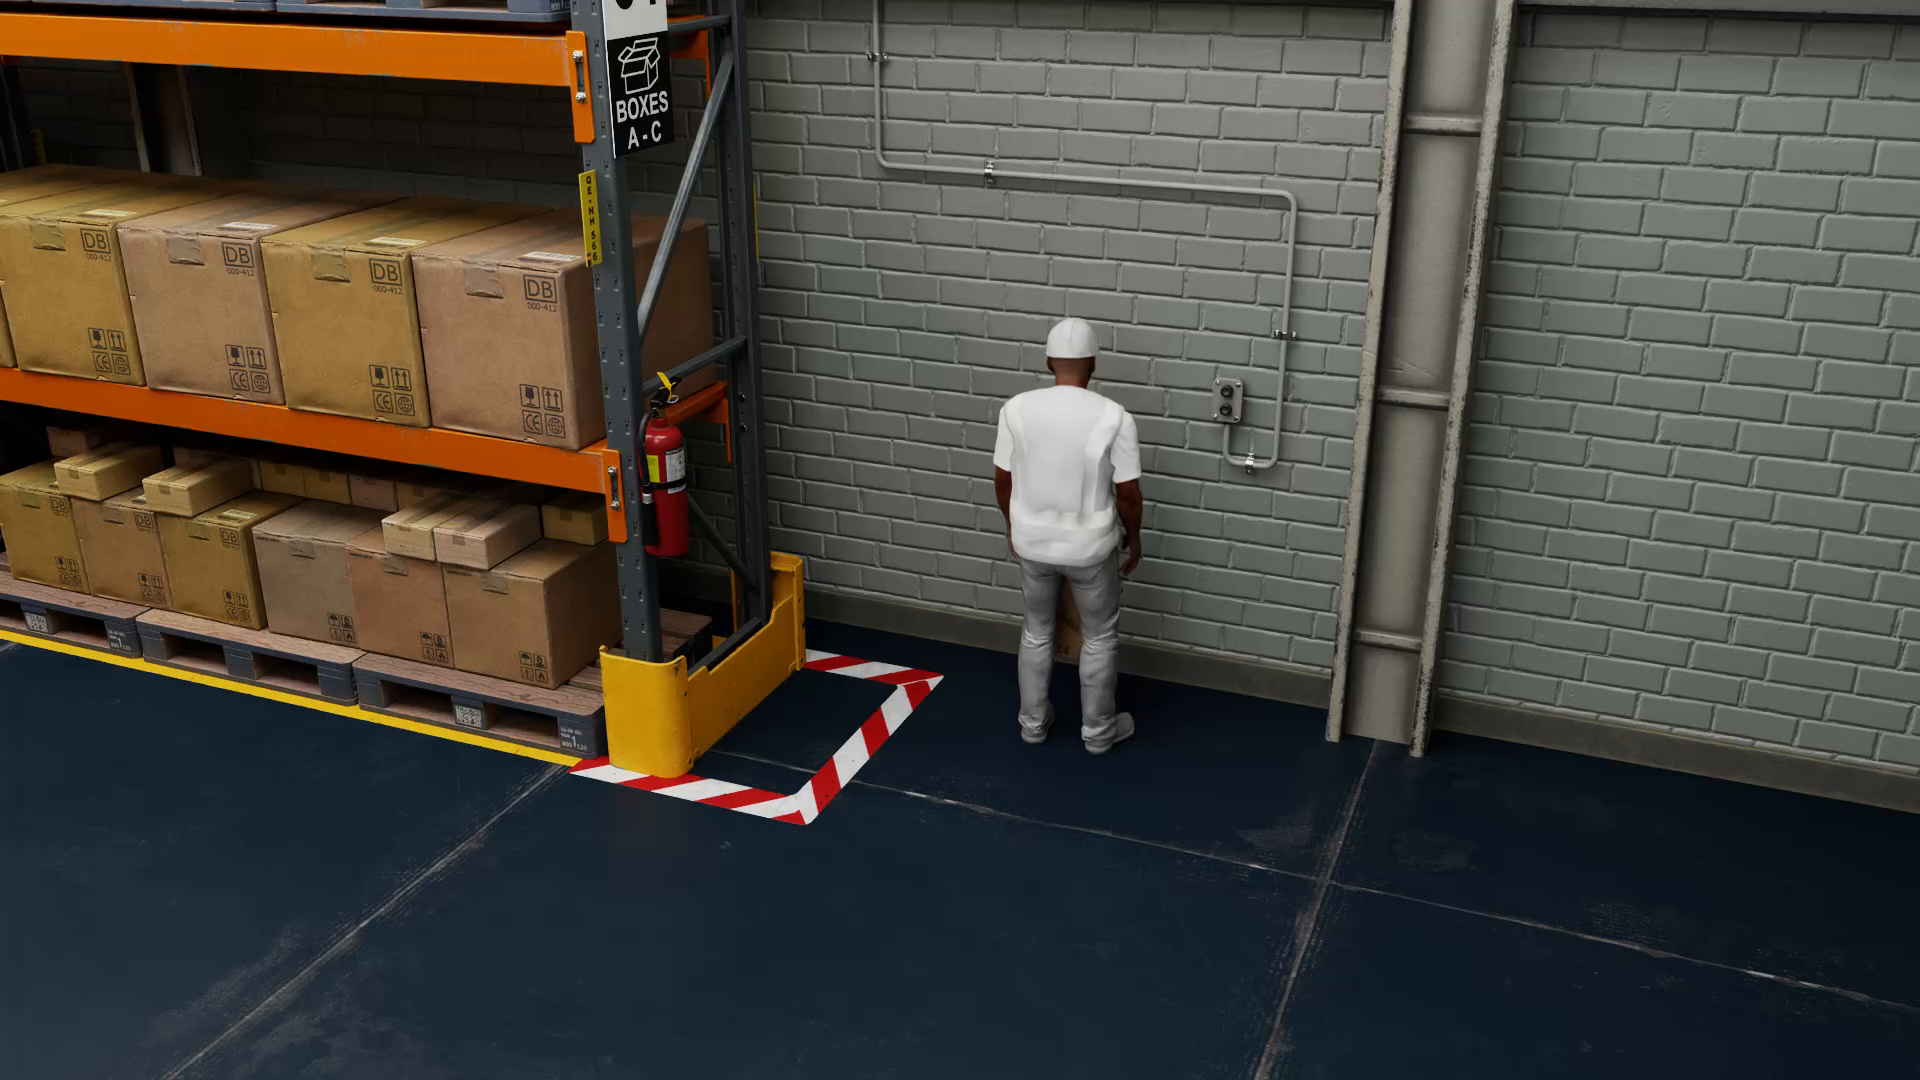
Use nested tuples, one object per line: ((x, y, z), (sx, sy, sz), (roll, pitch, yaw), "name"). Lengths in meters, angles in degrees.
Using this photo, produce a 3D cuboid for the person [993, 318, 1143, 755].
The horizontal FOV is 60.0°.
((0.426, -0.001, 6.566), (0.594, 1.764, 0.435), (8, 24, 19), "person")
